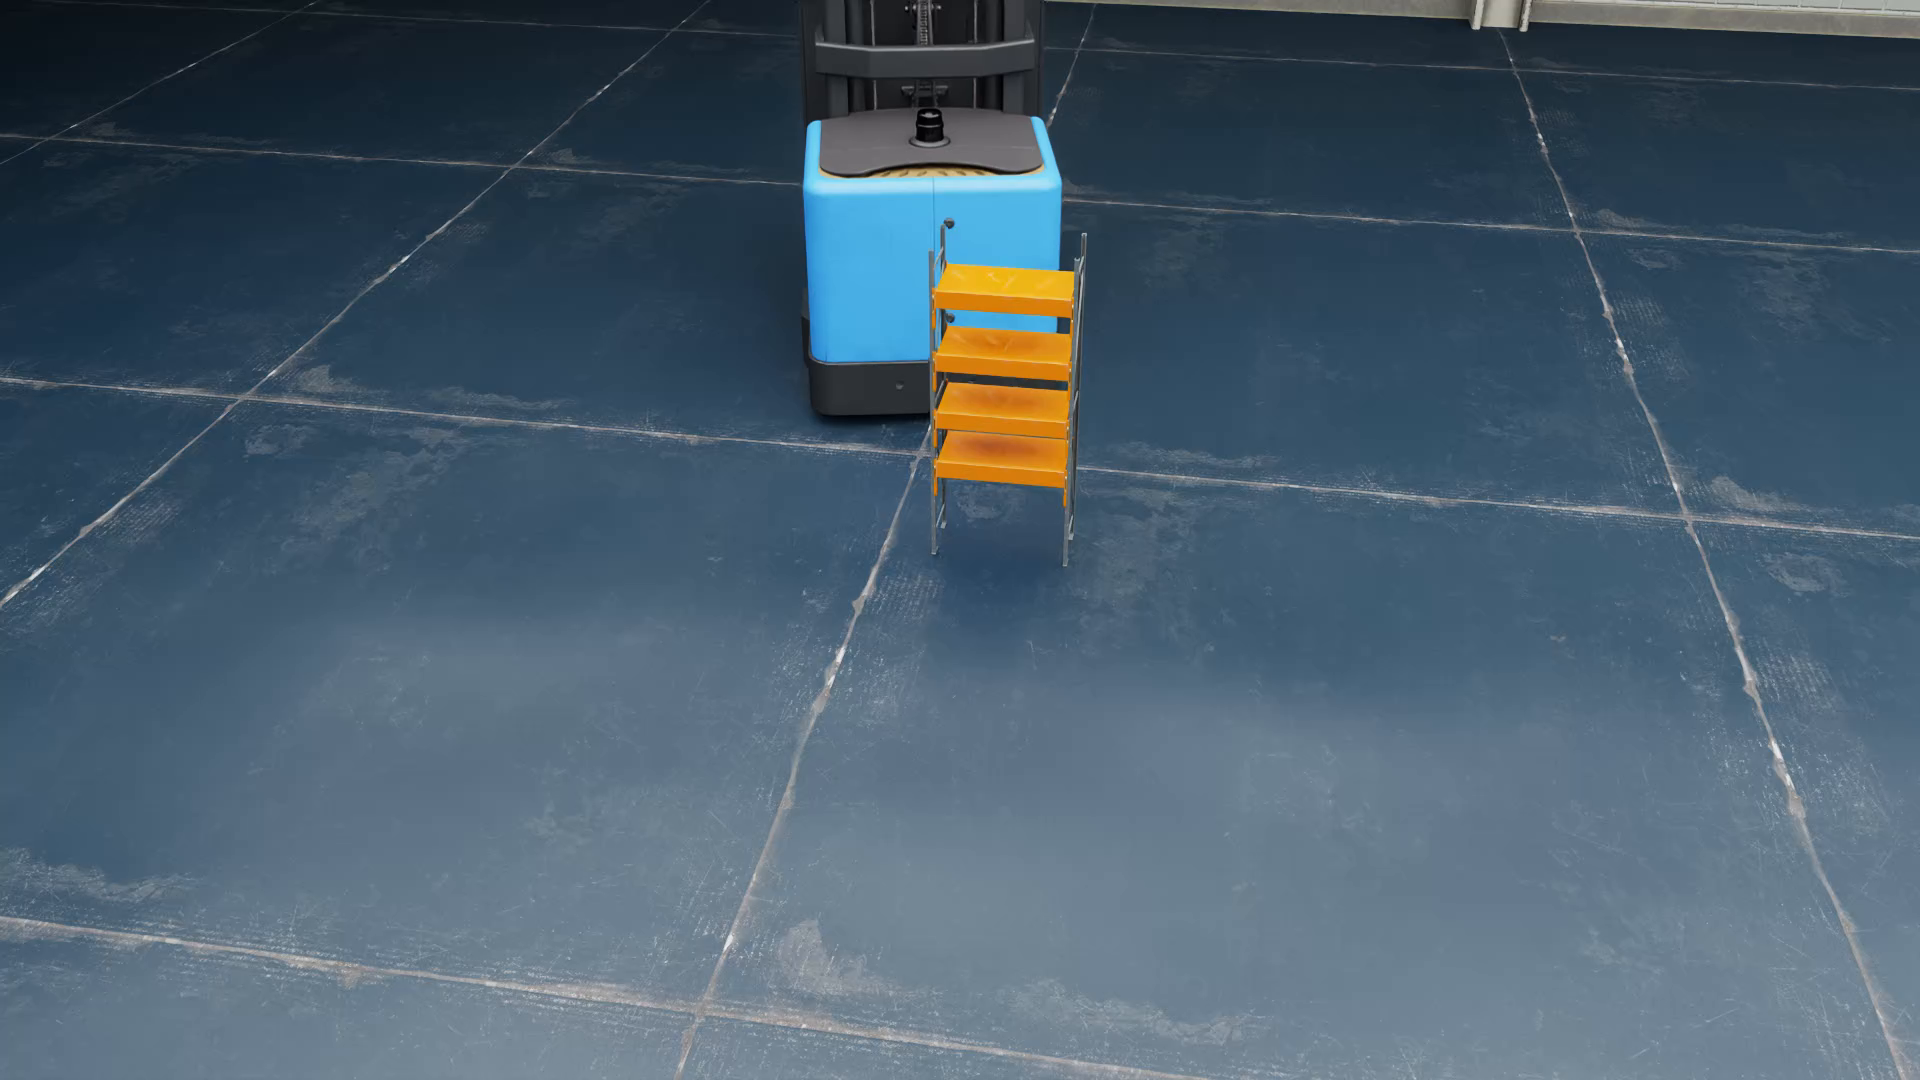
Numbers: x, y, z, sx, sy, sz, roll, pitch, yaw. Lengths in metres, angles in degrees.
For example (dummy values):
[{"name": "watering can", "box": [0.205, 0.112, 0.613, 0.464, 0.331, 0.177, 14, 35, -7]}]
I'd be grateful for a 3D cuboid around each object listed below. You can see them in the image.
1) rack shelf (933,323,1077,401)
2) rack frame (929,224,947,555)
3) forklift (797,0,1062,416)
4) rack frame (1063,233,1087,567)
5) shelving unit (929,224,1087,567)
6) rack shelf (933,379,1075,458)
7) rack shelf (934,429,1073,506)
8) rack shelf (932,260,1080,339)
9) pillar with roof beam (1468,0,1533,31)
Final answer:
[{"name": "rack shelf", "box": [0.163, -0.626, 5.825, 0.480, 0.148, 0.258, 5, 32, 8]}, {"name": "rack frame", "box": [-0.077, -0.516, 5.943, 0.015, 1.200, 0.240, 5, 32, 8]}, {"name": "forklift", "box": [-0.185, -2.515, 7.505, 1.130, 2.935, 3.031, -2, 32, -3]}, {"name": "rack frame", "box": [0.404, -0.472, 5.873, 0.015, 1.200, 0.240, 5, 32, 8]}, {"name": "shelving unit", "box": [0.163, -0.494, 5.908, 0.503, 1.200, 0.258, 5, 32, 8]}, {"name": "rack shelf", "box": [0.163, -0.437, 5.944, 0.480, 0.148, 0.258, 5, 32, 8]}, {"name": "rack shelf", "box": [0.163, -0.268, 6.049, 0.480, 0.148, 0.258, 5, 32, 8]}, {"name": "rack shelf", "box": [0.163, -0.827, 5.700, 0.480, 0.148, 0.258, 5, 32, 8]}, {"name": "pillar with roof beam", "box": [3.277, -5.400, 6.396, 0.400, 9.000, 9.100, 5, 32, 8]}]
